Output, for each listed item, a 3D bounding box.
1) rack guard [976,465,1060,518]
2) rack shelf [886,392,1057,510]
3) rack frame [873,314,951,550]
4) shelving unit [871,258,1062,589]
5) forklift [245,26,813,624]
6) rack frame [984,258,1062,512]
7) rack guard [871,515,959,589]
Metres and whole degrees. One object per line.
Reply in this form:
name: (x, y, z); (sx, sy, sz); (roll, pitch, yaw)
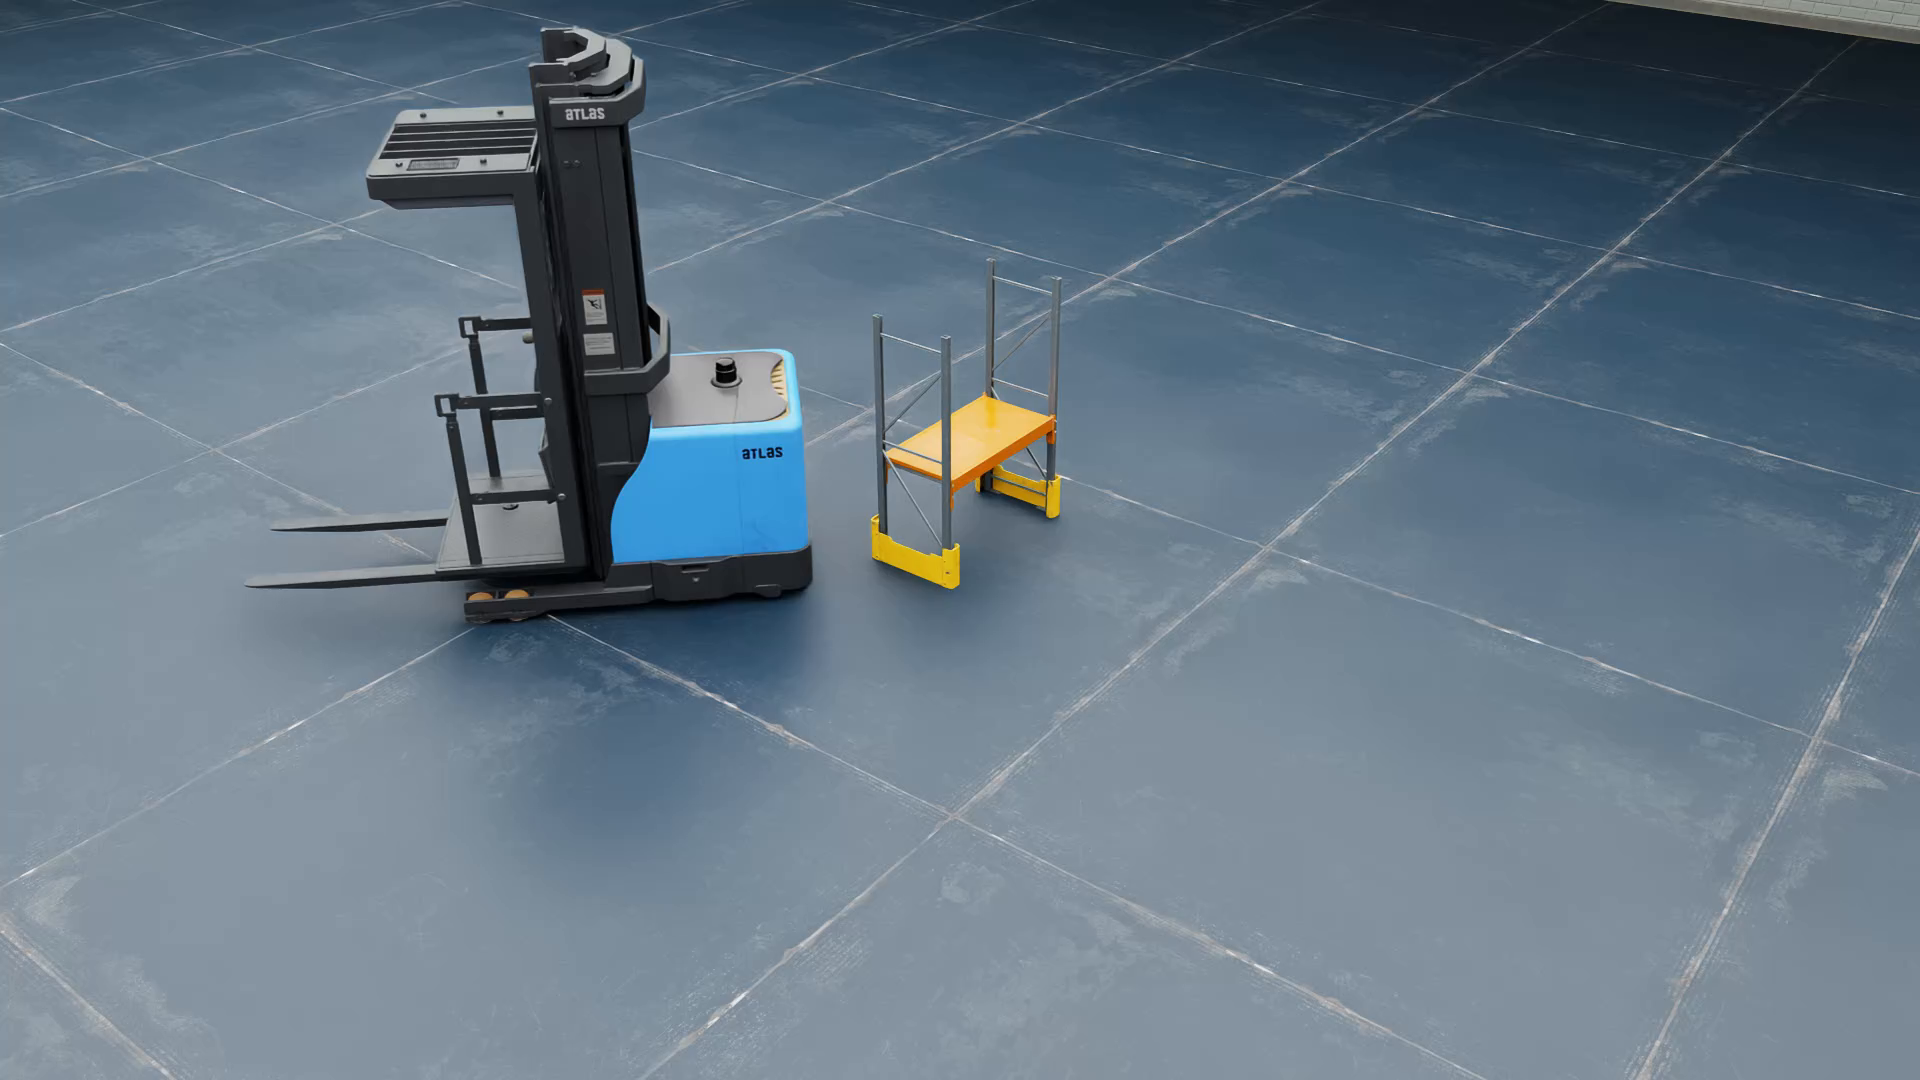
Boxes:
rack guard: (0.347, -0.341, 10.080); (0.587, 0.250, 0.087); (21, 37, 31)
rack shelf: (0.052, -0.525, 9.518); (0.538, 0.185, 1.000); (21, 37, 31)
rack frame: (-0.255, -0.473, 9.077); (0.500, 1.500, 0.032); (21, 37, 31)
shelving unit: (0.046, -0.676, 9.420); (0.587, 1.500, 1.083); (21, 37, 31)
forklift: (-2.375, -1.097, 8.725); (3.031, 2.935, 1.130); (-4, 31, -7)
rack frame: (0.358, -0.887, 9.775); (0.500, 1.500, 0.032); (21, 37, 31)
rack guard: (-0.255, 0.064, 9.397); (0.587, 0.250, 0.087); (21, 37, 31)
